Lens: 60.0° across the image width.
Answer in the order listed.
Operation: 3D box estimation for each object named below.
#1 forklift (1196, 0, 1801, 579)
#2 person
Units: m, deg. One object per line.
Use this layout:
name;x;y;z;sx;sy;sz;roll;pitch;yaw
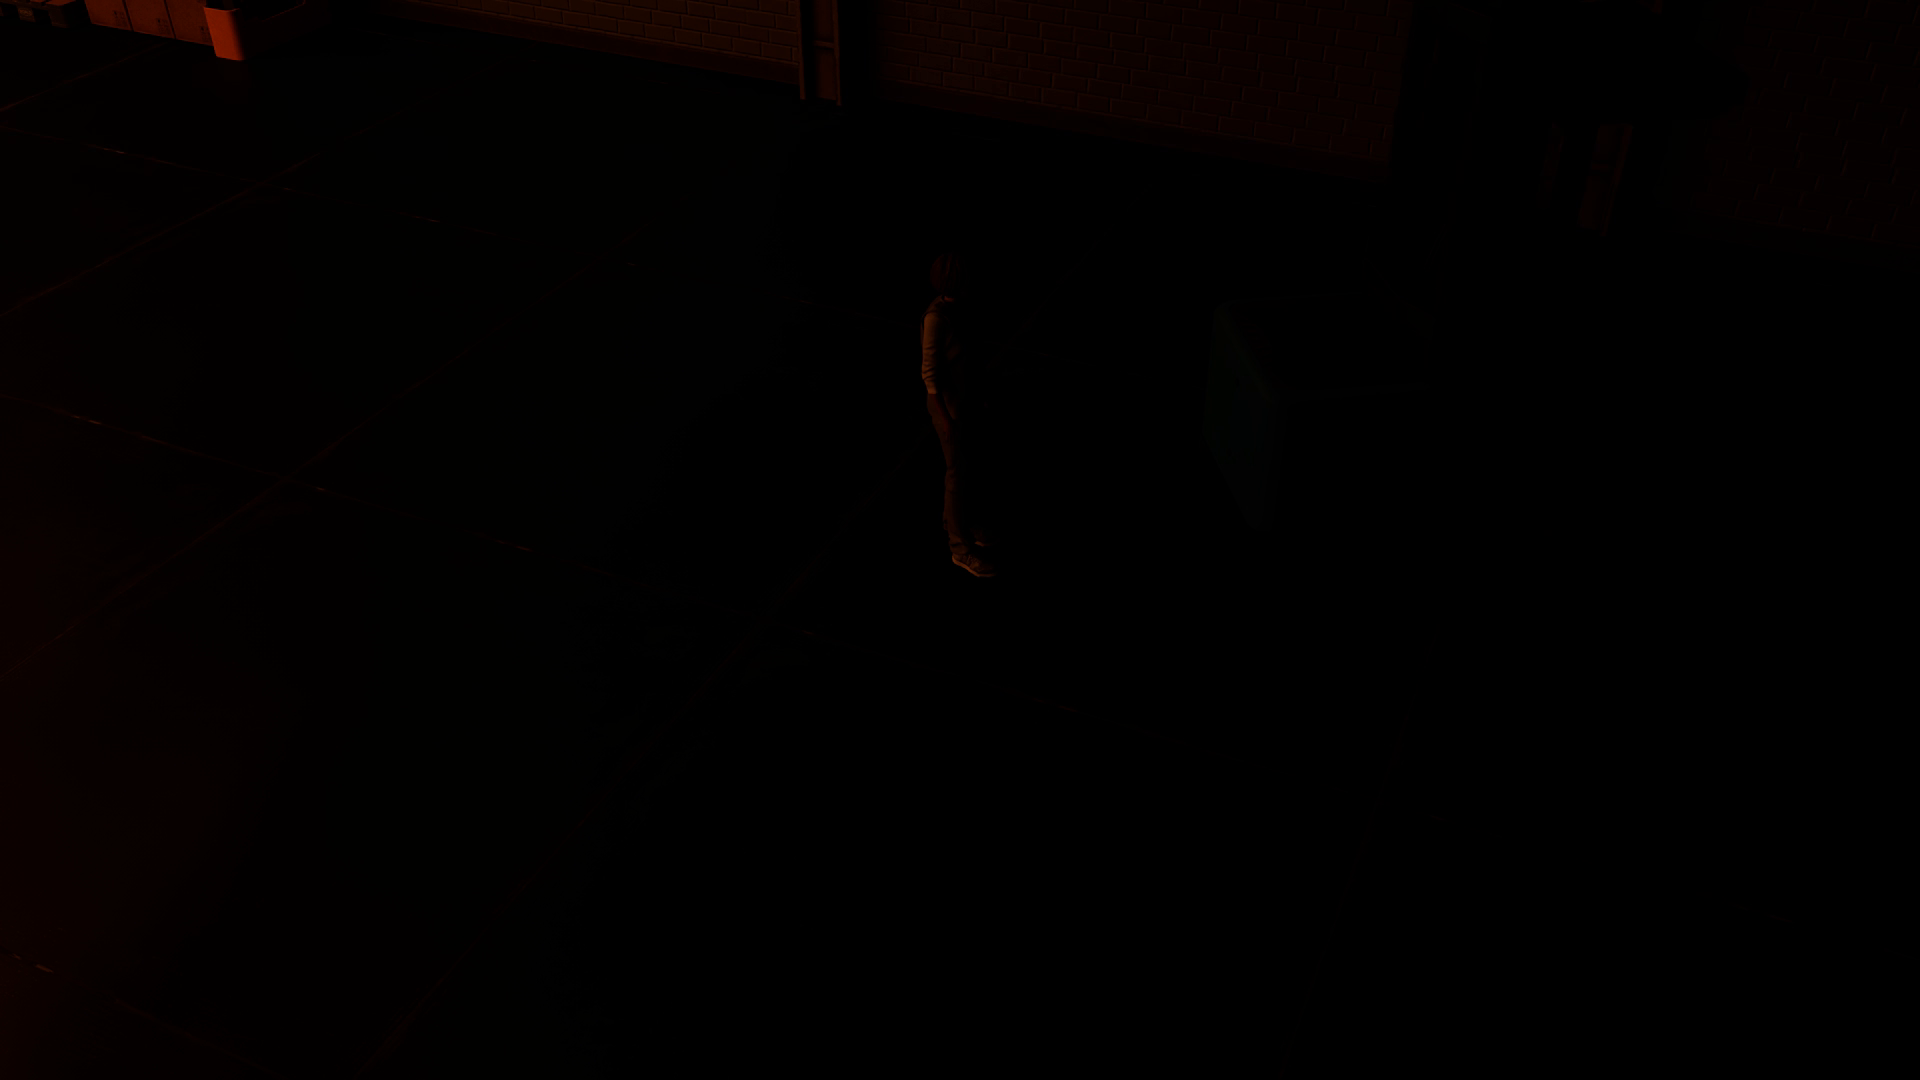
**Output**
forklift;2.839;-1.386;8.030;3.031;2.935;1.130;-5;36;-7
person;0.061;-0.631;8.107;0.474;1.598;0.519;15;38;20
